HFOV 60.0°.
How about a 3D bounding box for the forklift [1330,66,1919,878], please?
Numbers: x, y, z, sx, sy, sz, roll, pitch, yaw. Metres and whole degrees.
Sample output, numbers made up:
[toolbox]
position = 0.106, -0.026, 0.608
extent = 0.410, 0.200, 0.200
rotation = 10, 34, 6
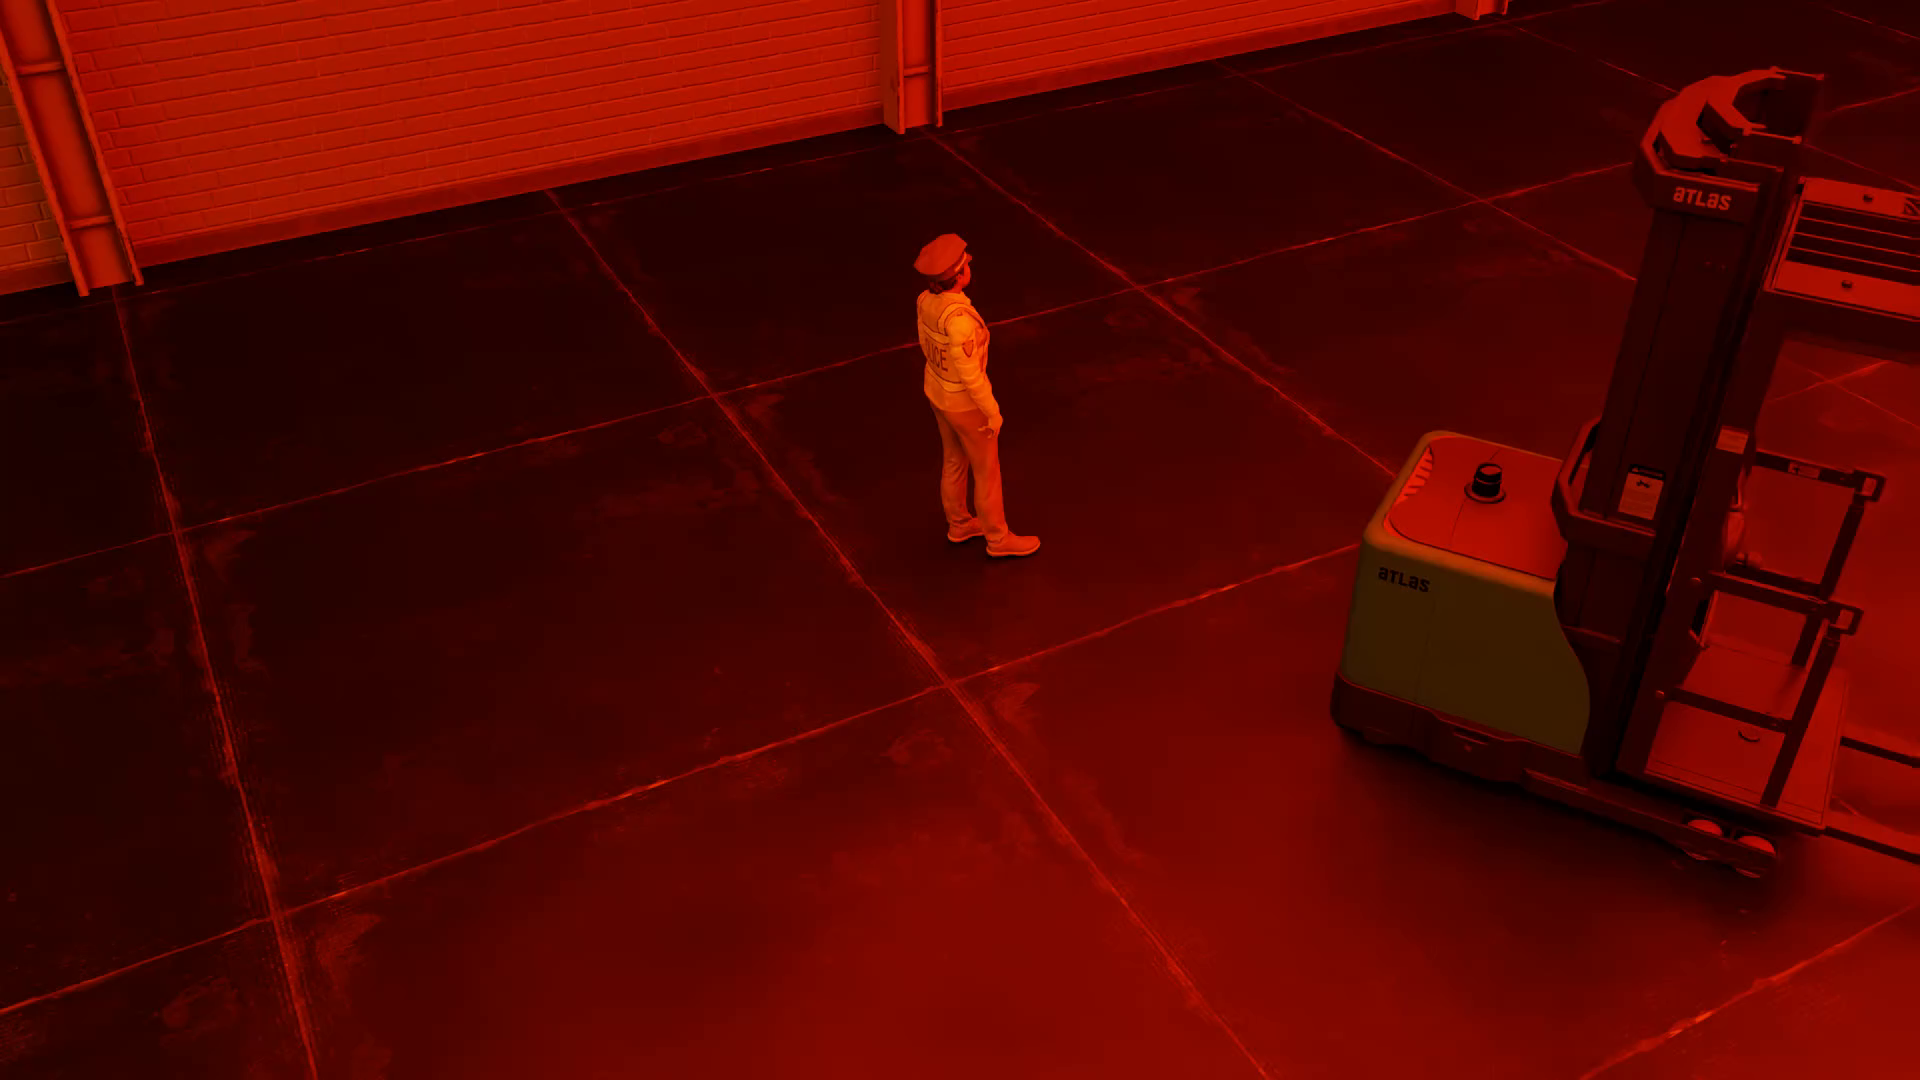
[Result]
[forklift]
position = 3.198, -0.186, 6.386
extent = 3.031, 2.935, 1.130
rotation = 18, 39, 23

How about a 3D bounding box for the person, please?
[person]
position = 0.062, -0.713, 8.190
extent = 0.534, 1.696, 0.587
rotation = -17, 39, -23
